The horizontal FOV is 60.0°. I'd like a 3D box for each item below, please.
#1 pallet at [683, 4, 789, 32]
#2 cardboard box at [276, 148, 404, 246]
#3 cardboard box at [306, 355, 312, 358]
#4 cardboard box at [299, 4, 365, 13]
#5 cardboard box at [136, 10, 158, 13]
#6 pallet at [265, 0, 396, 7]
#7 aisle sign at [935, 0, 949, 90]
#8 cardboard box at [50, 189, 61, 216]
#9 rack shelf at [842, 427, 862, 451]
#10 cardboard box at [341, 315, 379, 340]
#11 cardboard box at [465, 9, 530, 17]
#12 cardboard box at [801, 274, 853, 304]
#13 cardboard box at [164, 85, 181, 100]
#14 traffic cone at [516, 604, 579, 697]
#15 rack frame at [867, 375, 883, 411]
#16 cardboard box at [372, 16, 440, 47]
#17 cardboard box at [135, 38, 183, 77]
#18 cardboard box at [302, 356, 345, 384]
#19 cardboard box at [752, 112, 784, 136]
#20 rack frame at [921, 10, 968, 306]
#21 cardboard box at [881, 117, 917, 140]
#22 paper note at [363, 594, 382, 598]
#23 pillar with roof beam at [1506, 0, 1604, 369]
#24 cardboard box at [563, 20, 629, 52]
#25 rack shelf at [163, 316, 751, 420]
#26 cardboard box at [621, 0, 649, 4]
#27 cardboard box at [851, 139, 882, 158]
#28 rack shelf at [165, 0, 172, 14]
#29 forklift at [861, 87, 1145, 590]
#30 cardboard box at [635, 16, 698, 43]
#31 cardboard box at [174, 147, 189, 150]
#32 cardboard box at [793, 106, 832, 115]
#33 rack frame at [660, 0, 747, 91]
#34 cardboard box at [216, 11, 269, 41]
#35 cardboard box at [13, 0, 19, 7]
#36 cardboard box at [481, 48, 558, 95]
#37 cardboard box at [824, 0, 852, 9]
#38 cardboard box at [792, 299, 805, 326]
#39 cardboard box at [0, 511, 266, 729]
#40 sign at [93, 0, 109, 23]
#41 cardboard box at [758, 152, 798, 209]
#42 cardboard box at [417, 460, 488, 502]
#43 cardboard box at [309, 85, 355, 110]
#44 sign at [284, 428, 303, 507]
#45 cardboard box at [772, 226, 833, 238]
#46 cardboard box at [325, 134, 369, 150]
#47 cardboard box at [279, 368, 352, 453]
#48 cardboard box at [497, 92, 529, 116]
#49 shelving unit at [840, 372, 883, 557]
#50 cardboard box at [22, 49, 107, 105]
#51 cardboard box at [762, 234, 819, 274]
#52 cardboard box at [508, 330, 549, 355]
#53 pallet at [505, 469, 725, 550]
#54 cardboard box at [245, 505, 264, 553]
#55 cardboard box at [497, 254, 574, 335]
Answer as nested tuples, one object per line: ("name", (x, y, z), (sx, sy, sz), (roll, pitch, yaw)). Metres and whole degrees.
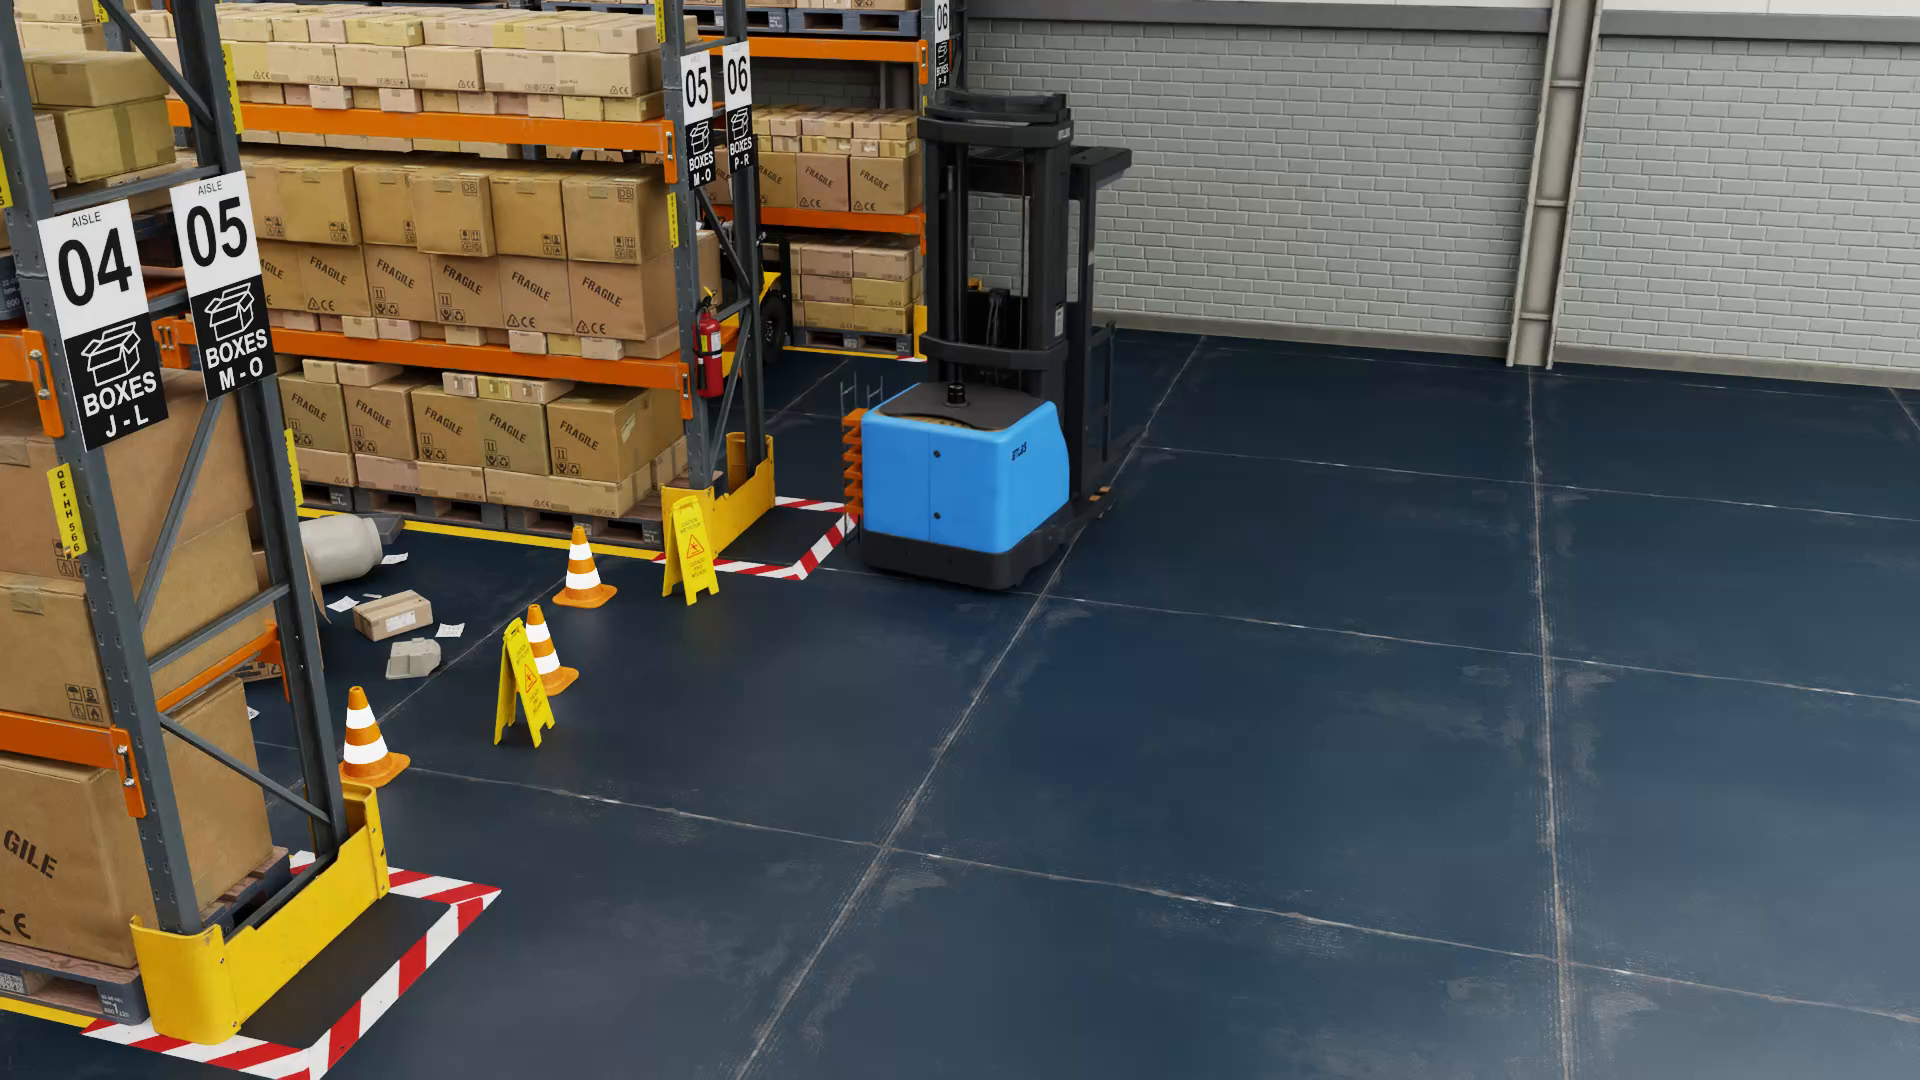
("pallet", (-1.974, -4.828, 15.252), (1.213, 0.211, 1.003), (7, 23, 16))
("cardboard box", (-4.079, -2.287, 11.051), (0.500, 0.500, 0.700), (6, 23, 14))
("cardboard box", (-4.749, -1.198, 12.319), (0.500, 0.500, 0.500), (6, 23, 15))
("cardboard box", (-4.246, -3.539, 11.272), (0.250, 0.149, 0.380), (7, 23, 17))
("cardboard box", (-5.836, -3.618, 11.830), (0.500, 0.250, 0.500), (6, 23, 14))
("pallet", (-6.045, -5.275, 16.474), (1.213, 0.211, 1.003), (8, 24, 18))
("aisle sign", (-0.155, -4.350, 14.497), (0.004, 0.787, 0.394), (7, 23, 16))
("cardboard box", (-3.376, -1.342, 6.282), (0.250, 0.149, 0.380), (7, 23, 16))
("rack shelf", (-0.629, -0.656, 10.773), (0.180, 0.103, 0.258), (8, 24, 18))
("cardboard box", (-3.962, -1.485, 11.269), (0.250, 0.149, 0.380), (7, 23, 16))
("cardboard box", (-3.022, -3.388, 10.905), (0.250, 0.149, 0.380), (7, 23, 17))
("cardboard box", (-1.166, -2.413, 15.612), (0.500, 0.250, 0.500), (6, 23, 15))
("cardboard box", (-5.163, -3.043, 11.114), (0.250, 0.149, 0.380), (6, 23, 15))
("traffic cone", (-2.343, 0.578, 9.250), (0.334, 0.463, 0.336), (7, 23, 16))
("rack frame", (-0.543, -0.463, 10.818), (0.006, 1.200, 0.240), (8, 24, 18))
("cardboard box", (-3.450, -3.184, 10.407), (0.250, 0.149, 0.380), (7, 23, 17))
("cardboard box", (-5.051, -3.204, 10.982), (0.500, 0.250, 0.500), (6, 23, 14))
("cardboard box", (-4.311, -1.211, 11.497), (0.250, 0.149, 0.380), (7, 23, 18))
("cardboard box", (-1.788, -3.811, 15.231), (0.250, 0.149, 0.380), (7, 23, 17))
("rack frame", (-0.133, -3.261, 15.268), (0.127, 3.000, 1.000), (7, 23, 16))
("cardboard box", (-0.537, -3.708, 14.979), (0.250, 0.149, 0.380), (7, 23, 16))
("paper note", (-3.676, 0.350, 10.404), (0.123, 0.001, 0.032), (7, 23, 16))
("pillar with roof beam", (3.961, -4.219, 9.697), (0.400, 9.000, 9.100), (7, 23, 16))
("cardboard box", (-2.208, -3.070, 10.130), (0.250, 0.149, 0.380), (7, 23, 16))
("rack shelf", (-3.478, -1.344, 11.542), (4.000, 0.370, 1.077), (7, 23, 16))
("cardboard box", (-2.885, -4.968, 15.123), (0.250, 0.149, 0.380), (7, 23, 17))
("cardboard box", (-0.799, -3.561, 15.013), (0.250, 0.149, 0.380), (7, 23, 16))
("rack shelf", (-4.811, -2.125, 6.067), (4.000, 0.370, 1.077), (7, 23, 16))
("forklift", (0.465, -1.570, 11.236), (1.130, 2.935, 3.031), (10, 25, 24))
("cardboard box", (-1.845, -3.211, 10.473), (0.250, 0.149, 0.380), (6, 23, 15))
("cardboard box", (-5.741, -2.754, 12.100), (0.250, 0.149, 0.380), (6, 23, 15))
("cardboard box", (-1.383, -3.977, 15.634), (0.250, 0.149, 0.380), (7, 23, 17))
("rack frame", (-1.563, -4.233, 9.732), (0.127, 3.000, 1.000), (7, 23, 16))
("cardboard box", (-4.678, -3.333, 10.771), (0.250, 0.149, 0.380), (6, 23, 14))
("cardboard box", (-9.314, -5.534, 17.055), (0.500, 0.250, 0.500), (7, 23, 16))
("cardboard box", (-2.608, -2.932, 10.319), (0.500, 0.250, 0.500), (6, 23, 15))
("cardboard box", (-1.014, -4.754, 14.600), (0.250, 0.149, 0.380), (6, 23, 14))
("cardboard box", (-1.624, -2.236, 15.839), (0.500, 0.250, 0.500), (7, 23, 16))
("cardboard box", (-3.265, 0.259, 6.490), (0.550, 0.550, 0.875), (7, 23, 16))
("sign", (-5.550, -3.503, 10.705), (0.005, 0.325, 0.100), (7, 23, 16))
("cardboard box", (-1.665, -3.382, 15.432), (0.500, 0.500, 0.500), (6, 23, 14))
("cardboard box", (-3.411, -0.485, 11.571), (0.500, 0.250, 0.500), (6, 23, 14))
("cardboard box", (-3.956, -2.871, 10.695), (0.250, 0.149, 0.380), (6, 23, 14))
("sign", (-2.730, -0.286, 6.770), (0.005, 0.325, 0.100), (7, 23, 16))
("cardboard box", (-1.494, -2.880, 16.090), (0.500, 0.250, 0.500), (6, 23, 15))
("cardboard box", (-5.967, -3.997, 16.600), (0.500, 0.250, 0.500), (7, 23, 16))
("cardboard box", (-4.390, -0.948, 11.710), (0.500, 0.500, 0.500), (8, 23, 18))
("cardboard box", (-2.701, -2.775, 10.462), (0.250, 0.149, 0.380), (7, 23, 16))
("shelving unit", (-0.629, -0.475, 10.847), (0.189, 1.200, 0.258), (8, 24, 18))
("cardboard box", (-3.364, -1.709, 6.126), (0.250, 0.149, 0.380), (7, 23, 16))
("cardboard box", (-1.641, -2.689, 15.625), (0.500, 0.250, 0.500), (7, 23, 16))
("cardboard box", (-2.752, -1.345, 10.928), (0.250, 0.149, 0.380), (7, 23, 16))
("pallet", (-2.404, -0.278, 11.668), (1.213, 0.211, 1.003), (7, 23, 16))
("cardboard box", (-4.760, -0.129, 10.922), (0.500, 0.500, 0.500), (-14, 26, -30))
("cardboard box", (-2.641, -1.657, 10.834), (0.500, 0.500, 0.500), (7, 23, 16))
